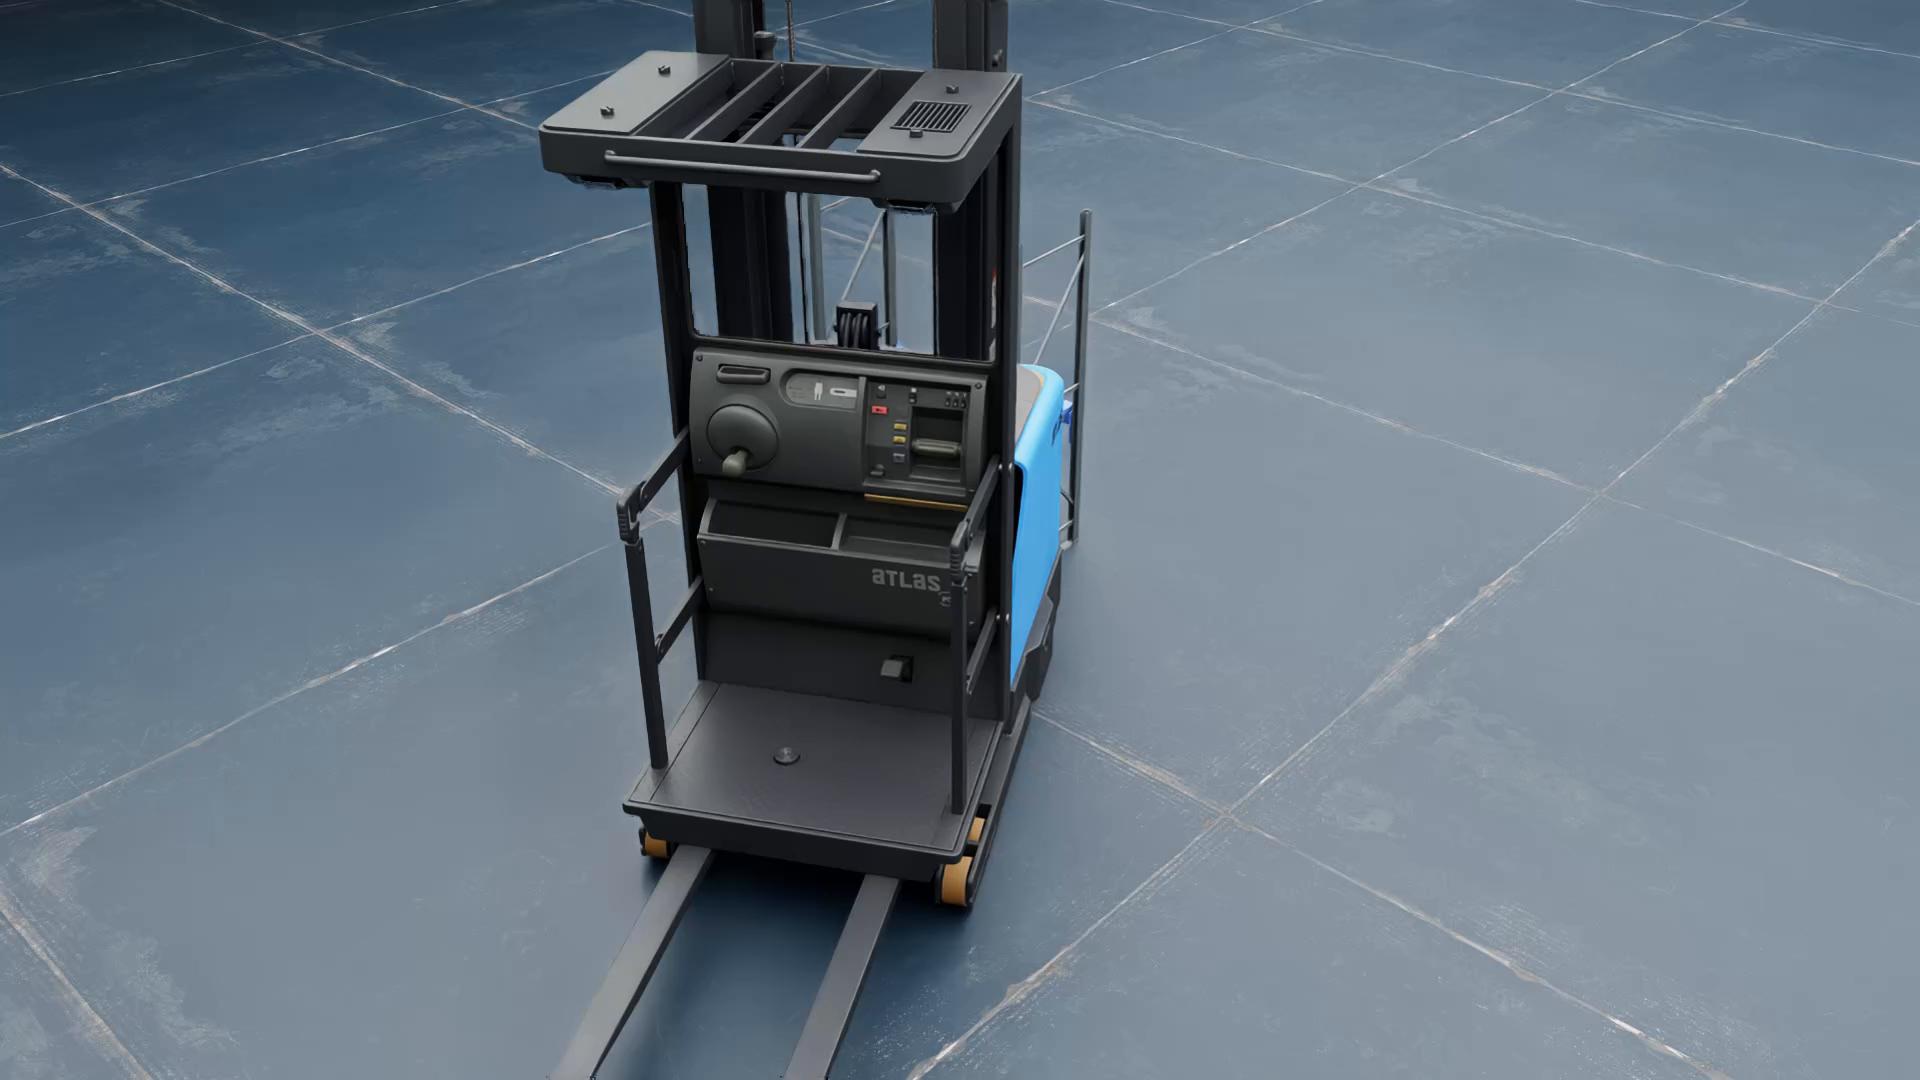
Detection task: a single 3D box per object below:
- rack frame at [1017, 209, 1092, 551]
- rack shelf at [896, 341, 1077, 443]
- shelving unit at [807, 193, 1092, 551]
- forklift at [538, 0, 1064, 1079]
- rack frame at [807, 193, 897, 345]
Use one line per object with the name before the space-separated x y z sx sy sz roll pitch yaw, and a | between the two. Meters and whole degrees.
rack frame | 0.350 -0.544 6.699 0.032 1.500 0.500 22 37 32
rack shelf | -0.049 -0.552 7.062 1.000 0.185 0.538 22 37 32
shelving unit | -0.049 -0.706 6.969 1.048 1.500 0.538 22 37 32
forklift | -0.426 -0.302 4.910 1.130 2.935 3.031 7 32 11
rack frame | -0.449 -0.868 7.238 0.032 1.500 0.500 22 37 32
